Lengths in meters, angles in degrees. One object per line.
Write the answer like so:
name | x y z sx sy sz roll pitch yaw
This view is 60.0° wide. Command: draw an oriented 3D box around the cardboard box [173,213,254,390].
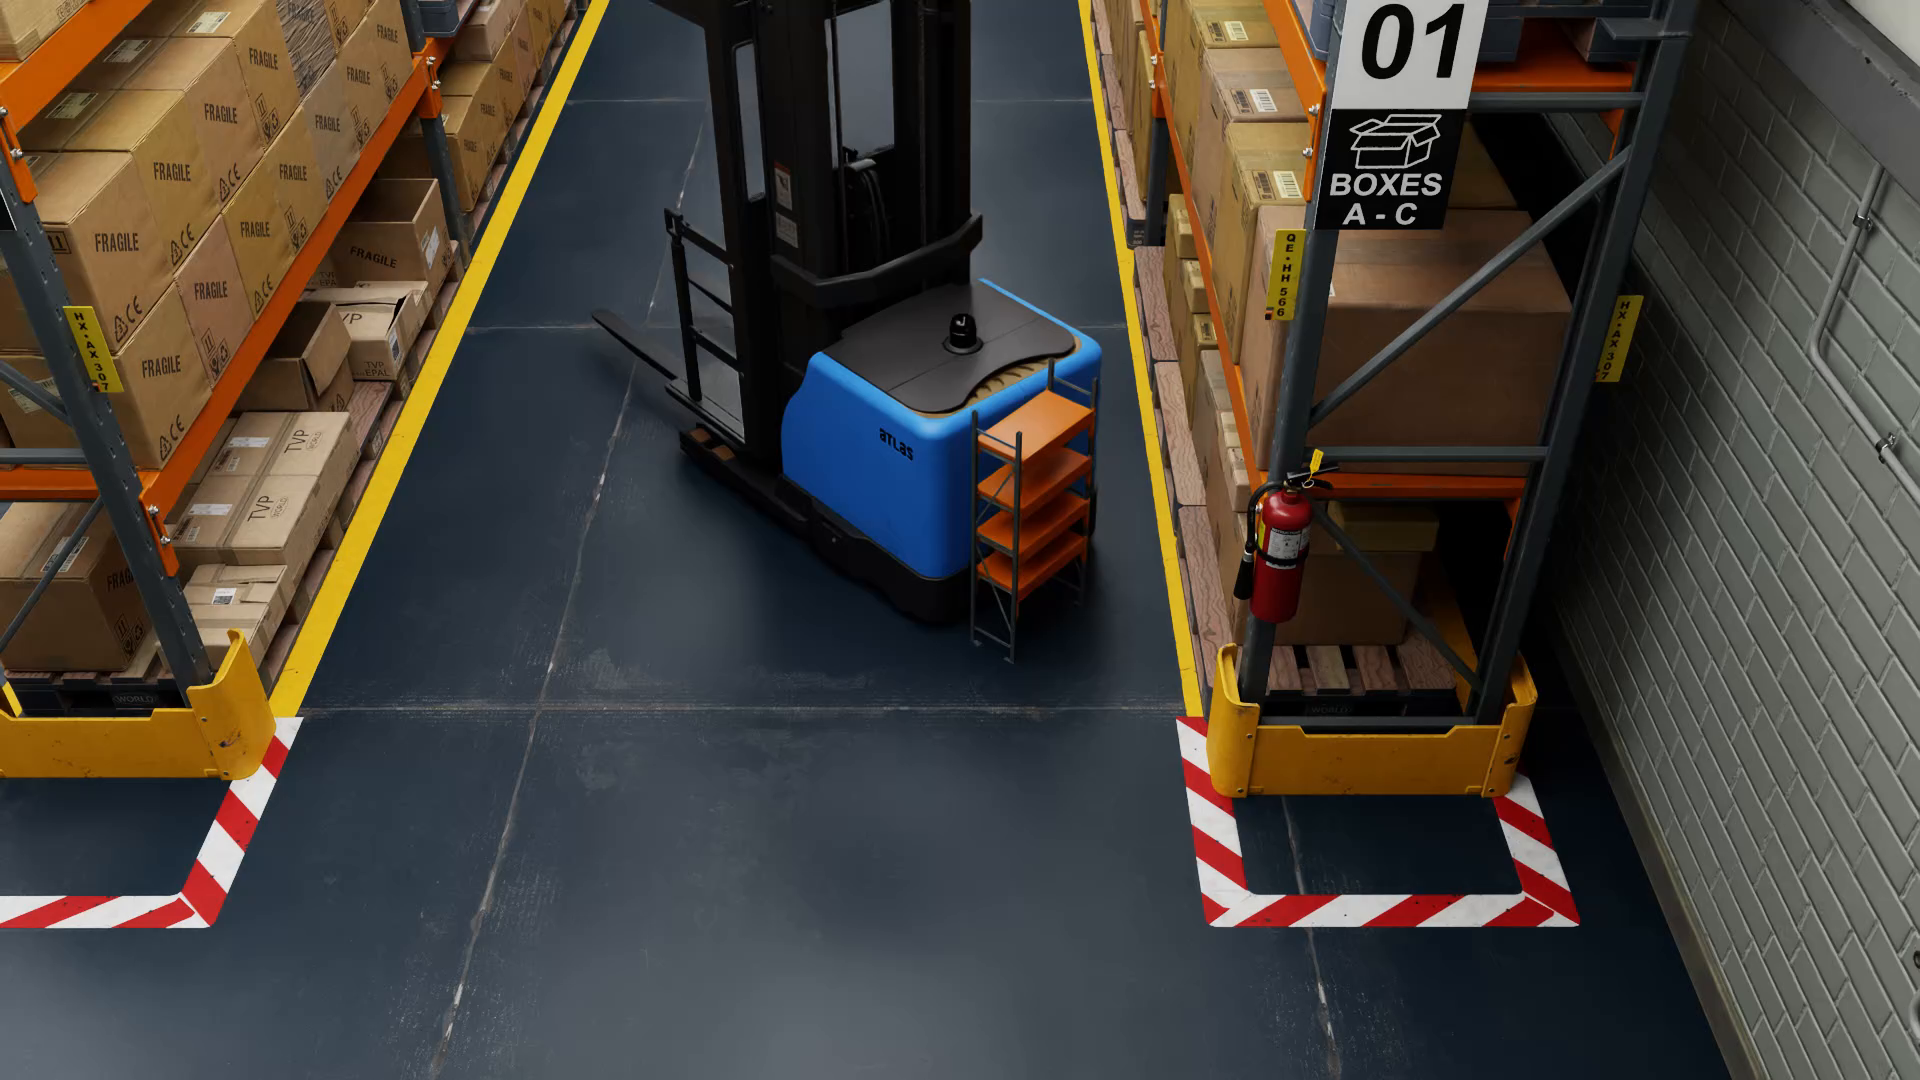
cardboard box | -3.118 -0.921 6.421 0.500 0.500 0.500 0 39 0

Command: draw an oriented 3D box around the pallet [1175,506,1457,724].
pallet | 1.499 0.301 7.206 1.003 0.211 1.213 0 39 0

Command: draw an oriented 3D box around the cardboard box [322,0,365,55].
cardboard box | -3.117 -2.576 7.686 0.500 0.500 0.500 -1 39 -1

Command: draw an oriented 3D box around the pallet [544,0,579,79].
pallet | -3.421 -3.729 12.235 1.003 0.211 1.213 0 39 0

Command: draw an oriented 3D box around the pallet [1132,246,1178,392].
pallet | 1.496 -1.225 9.110 1.003 0.211 1.213 0 39 0

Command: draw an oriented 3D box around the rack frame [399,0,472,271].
rack frame | -3.380 -2.783 8.824 1.000 3.000 0.127 0 39 0

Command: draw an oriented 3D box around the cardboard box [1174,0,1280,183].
cardboard box | 1.553 -2.110 7.745 0.980 0.700 0.700 -1 39 -1

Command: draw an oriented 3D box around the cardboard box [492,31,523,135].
cardboard box | -3.142 -2.928 10.652 0.500 0.500 0.500 0 39 0

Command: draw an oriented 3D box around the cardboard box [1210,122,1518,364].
cardboard box | 1.556 -1.178 6.582 0.980 0.700 0.700 0 39 0

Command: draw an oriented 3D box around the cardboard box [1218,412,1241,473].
cardboard box | 1.294 -0.407 7.003 0.380 0.149 0.250 1 39 1

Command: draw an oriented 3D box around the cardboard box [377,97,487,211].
cardboard box | -3.137 -2.282 9.846 0.500 0.500 0.500 -2 39 -2

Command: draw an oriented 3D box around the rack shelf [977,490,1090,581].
rack shelf | 0.299 -0.052 6.963 0.258 0.148 0.480 28 46 30

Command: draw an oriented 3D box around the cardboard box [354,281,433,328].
cardboard box | -3.035 -1.252 8.841 0.380 0.149 0.250 0 39 0

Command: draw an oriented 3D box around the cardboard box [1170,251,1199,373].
cardboard box | 1.469 -1.195 8.506 0.700 0.500 0.500 0 39 -1

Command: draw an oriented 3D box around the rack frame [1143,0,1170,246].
rack frame | 1.574 -2.789 8.831 1.000 3.000 0.127 0 39 0

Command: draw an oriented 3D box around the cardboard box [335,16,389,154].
cardboard box | -3.121 -2.187 8.001 0.500 0.500 0.500 1 39 1

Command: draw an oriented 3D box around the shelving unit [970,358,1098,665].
shelving unit | 0.299 -0.104 6.921 0.258 1.200 0.503 28 46 30

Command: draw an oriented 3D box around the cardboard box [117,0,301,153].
cardboard box | -3.117 -1.946 6.900 0.500 0.500 0.500 0 39 0

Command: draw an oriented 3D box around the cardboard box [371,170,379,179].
cardboard box | -3.667 -2.288 9.853 0.500 0.500 0.500 0 39 0

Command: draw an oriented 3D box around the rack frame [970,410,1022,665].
rack frame | 0.142 0.012 6.775 0.240 1.200 0.015 28 46 30

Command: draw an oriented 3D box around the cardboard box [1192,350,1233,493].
cardboard box | 1.476 -0.541 7.690 0.700 0.500 0.500 -1 39 -2

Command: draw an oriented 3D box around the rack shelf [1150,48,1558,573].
rack shelf | 1.576 -1.257 7.496 1.077 0.370 4.000 0 39 0

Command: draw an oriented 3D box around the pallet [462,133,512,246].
pallet | -3.419 -2.203 10.331 1.003 0.211 1.213 0 39 0

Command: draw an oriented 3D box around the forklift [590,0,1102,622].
forklift | -0.730 -1.628 7.438 1.130 2.935 3.031 -29 47 -31

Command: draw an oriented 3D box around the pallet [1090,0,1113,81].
pallet | 1.495 -3.709 12.210 1.003 0.211 1.213 0 39 0

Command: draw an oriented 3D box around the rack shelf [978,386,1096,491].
rack shelf | 0.299 -0.411 6.675 0.258 0.148 0.480 28 46 30

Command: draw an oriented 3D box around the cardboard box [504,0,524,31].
cardboard box | -3.139 -3.514 10.783 0.500 0.250 0.500 -1 39 -1

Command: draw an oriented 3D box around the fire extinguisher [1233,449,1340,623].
fire extinguisher | 1.117 -0.017 5.733 0.296 0.674 0.183 0 39 0

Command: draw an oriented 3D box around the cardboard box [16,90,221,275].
cardboard box | -3.120 -1.315 6.113 0.500 0.500 0.500 0 39 0

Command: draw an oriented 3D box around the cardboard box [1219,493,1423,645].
cardboard box | 1.478 0.086 6.907 0.700 0.500 0.500 0 39 0

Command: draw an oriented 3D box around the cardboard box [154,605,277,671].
cardboard box | -3.032 0.397 6.784 0.380 0.149 0.250 0 39 0

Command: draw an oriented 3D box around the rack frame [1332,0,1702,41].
rack frame | 1.578 -2.629 3.834 1.000 3.000 0.127 0 39 0

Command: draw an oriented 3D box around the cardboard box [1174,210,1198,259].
cardboard box | 1.290 -1.548 8.428 0.380 0.149 0.250 1 39 1

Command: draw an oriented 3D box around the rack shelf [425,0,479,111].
rack shelf | -3.382 -3.753 10.610 1.077 0.370 4.000 0 39 0

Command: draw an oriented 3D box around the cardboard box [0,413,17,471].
cardboard box | -3.648 -0.601 6.021 0.500 0.500 0.500 1 39 1

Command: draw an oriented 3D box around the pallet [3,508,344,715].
pallet | -3.377 0.261 7.256 1.003 0.211 1.213 0 39 0

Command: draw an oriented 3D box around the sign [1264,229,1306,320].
sign | 1.036 -0.840 5.284 0.100 0.325 0.005 0 39 0

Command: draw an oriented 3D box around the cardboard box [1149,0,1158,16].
cardboard box | 1.266 -3.068 9.364 0.380 0.149 0.250 1 39 1

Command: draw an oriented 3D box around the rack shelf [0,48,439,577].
rack shelf | -3.378 -1.252 7.488 1.077 0.370 4.000 0 39 0

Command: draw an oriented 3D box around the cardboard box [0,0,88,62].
cardboard box | -3.122 -1.715 5.213 0.500 0.250 0.500 0 39 0

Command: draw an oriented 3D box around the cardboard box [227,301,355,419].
cardboard box | -3.373 -0.806 8.001 0.797 0.503 0.637 0 39 0

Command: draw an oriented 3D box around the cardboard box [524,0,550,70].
cardboard box | -3.148 -3.572 11.456 0.500 0.500 0.500 -1 39 -2

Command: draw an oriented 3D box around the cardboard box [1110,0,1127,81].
cardboard box | 1.433 -3.608 11.236 0.750 0.750 0.750 0 39 0

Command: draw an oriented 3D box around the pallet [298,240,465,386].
pallet | -3.380 -1.265 9.160 1.003 0.211 1.213 0 39 0

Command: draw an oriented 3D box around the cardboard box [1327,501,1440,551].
cardboard box | 1.678 -0.089 6.606 0.380 0.149 0.250 0 39 0

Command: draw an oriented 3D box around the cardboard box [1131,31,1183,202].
cardboard box | 1.443 -2.520 9.880 0.750 0.750 0.750 0 39 0

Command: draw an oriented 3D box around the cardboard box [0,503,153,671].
cardboard box | -3.622 0.182 6.771 0.500 0.500 0.500 0 39 0

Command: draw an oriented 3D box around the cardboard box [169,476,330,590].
cardboard box | -3.093 -0.033 7.240 0.500 0.250 0.500 0 39 0

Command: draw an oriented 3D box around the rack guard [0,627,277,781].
rack guard | -3.375 0.646 6.544 1.175 0.500 0.348 0 39 0

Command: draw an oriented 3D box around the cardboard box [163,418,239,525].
cardboard box | -3.593 -0.314 7.590 0.500 0.250 0.500 0 39 0

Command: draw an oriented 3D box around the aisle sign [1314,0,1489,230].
aisle sign | 1.278 -1.257 4.841 0.394 0.787 0.004 0 39 0

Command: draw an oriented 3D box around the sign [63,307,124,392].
sign | -2.833 -0.620 5.433 0.100 0.325 0.005 0 39 0

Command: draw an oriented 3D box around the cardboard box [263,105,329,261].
cardboard box | -3.115 -1.547 7.202 0.500 0.500 0.500 0 39 1
